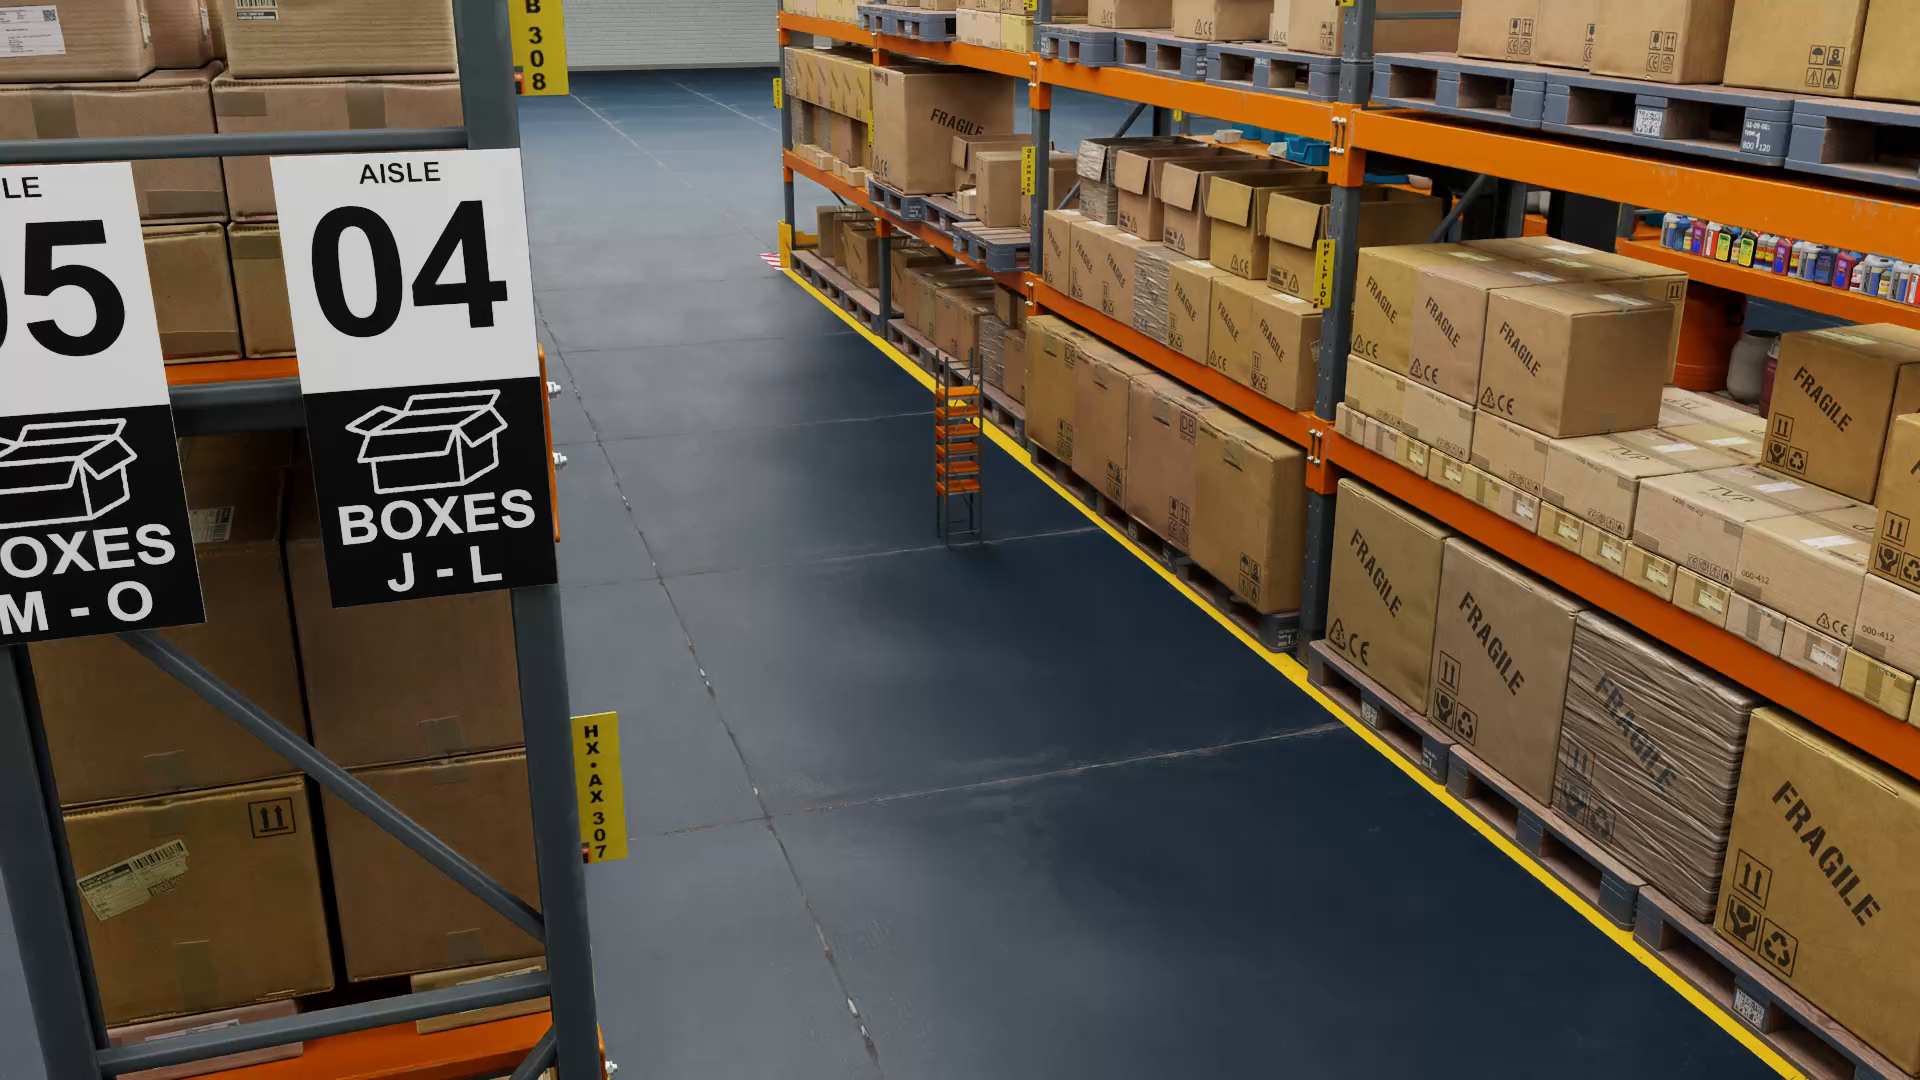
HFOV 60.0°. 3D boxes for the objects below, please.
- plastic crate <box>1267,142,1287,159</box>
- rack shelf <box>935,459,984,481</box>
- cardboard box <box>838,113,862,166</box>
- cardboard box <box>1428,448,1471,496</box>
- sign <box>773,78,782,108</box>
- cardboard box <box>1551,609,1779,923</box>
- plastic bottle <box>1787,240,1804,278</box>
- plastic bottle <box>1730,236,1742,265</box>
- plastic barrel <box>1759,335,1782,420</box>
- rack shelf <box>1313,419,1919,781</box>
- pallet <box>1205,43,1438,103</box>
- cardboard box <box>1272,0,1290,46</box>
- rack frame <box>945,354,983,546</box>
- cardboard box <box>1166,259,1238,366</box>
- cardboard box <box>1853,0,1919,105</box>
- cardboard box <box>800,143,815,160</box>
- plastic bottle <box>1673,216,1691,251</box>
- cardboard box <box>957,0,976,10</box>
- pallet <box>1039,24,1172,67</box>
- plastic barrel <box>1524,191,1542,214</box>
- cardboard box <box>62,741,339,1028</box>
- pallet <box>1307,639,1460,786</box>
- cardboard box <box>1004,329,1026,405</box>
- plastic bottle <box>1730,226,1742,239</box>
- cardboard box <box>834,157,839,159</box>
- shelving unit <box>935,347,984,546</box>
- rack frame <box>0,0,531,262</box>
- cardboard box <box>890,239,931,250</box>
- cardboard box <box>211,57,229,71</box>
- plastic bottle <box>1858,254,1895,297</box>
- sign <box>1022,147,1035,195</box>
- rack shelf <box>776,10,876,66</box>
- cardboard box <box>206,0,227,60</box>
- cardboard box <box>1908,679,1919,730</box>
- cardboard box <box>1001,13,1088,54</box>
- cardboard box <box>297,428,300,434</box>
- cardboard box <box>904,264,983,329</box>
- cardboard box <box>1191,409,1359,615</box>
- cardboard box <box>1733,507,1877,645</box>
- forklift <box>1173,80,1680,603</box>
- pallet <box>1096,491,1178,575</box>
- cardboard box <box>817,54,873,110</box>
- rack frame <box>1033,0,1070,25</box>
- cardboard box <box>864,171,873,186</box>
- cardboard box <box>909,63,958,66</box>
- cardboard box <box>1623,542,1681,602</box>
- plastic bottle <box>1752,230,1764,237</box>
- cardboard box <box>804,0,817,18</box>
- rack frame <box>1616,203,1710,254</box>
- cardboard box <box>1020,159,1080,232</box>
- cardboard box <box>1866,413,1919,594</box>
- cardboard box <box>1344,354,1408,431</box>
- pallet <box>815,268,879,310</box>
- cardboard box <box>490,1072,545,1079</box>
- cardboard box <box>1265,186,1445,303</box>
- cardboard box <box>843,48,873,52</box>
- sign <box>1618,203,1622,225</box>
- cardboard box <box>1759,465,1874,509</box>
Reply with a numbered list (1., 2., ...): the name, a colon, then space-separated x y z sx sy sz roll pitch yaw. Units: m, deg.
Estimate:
1. plastic crate: 3.681 -4.280 18.284 0.530 0.136 0.437 -6 21 -17
2. rack shelf: -0.005 -0.415 10.282 0.258 0.103 0.180 -6 21 -17
3. cardboard box: -0.729 -4.035 16.626 0.875 0.500 0.500 -6 21 -17
4. cardboard box: 2.272 -0.315 7.227 0.380 0.149 0.250 -7 21 -19
5. sign: -2.042 -5.017 18.666 0.100 0.325 0.005 -6 21 -17
6. cardboard box: 2.938 0.781 6.327 0.875 0.875 0.875 -6 21 -17
7. plastic bottle: 5.892 -1.982 11.686 0.097 0.271 0.097 0 20 0
8. plastic bottle: 5.716 -2.128 12.197 0.097 0.201 0.097 0 20 0
9. plastic barrel: 6.214 -1.171 12.186 0.600 0.588 0.708 -6 21 -17
10. rack shelf: 2.873 0.164 6.586 1.077 0.370 4.000 -6 21 -17
11. pallet: 1.909 -2.427 8.581 0.805 0.209 1.217 -7 21 -19
12. cardboard box: 1.985 -2.745 8.695 0.500 0.311 0.500 -7 21 -19
13. rack frame: 0.024 -0.540 10.145 0.240 1.200 0.006 -6 21 -17
14. cardboard box: 1.518 -1.311 9.480 0.500 0.500 0.500 -7 21 -18
15. cardboard box: 3.225 -1.591 5.053 0.700 0.500 0.500 -7 21 -19
16. cardboard box: -1.539 -4.268 18.233 0.380 0.149 0.250 -6 21 -17
17. plastic bottle: 5.529 -2.352 12.718 0.097 0.271 0.097 0 20 0
18. cardboard box: 0.287 -4.244 12.471 0.500 0.500 0.500 -6 21 -16
19. pallet: 1.240 -3.222 10.790 1.213 0.211 1.003 -5 20 -15
20. plastic barrel: 5.030 -3.121 14.504 0.421 0.512 0.421 0 20 0
21. cardboard box: -1.624 0.658 3.559 0.500 0.500 0.500 -6 21 -16
22. pallet: 2.409 0.749 8.020 1.003 0.211 1.213 -6 21 -17
23. cardboard box: 0.757 -1.343 12.766 0.700 0.500 0.500 -8 21 -20
24. plastic bottle: 5.732 -2.210 12.323 0.097 0.271 0.097 0 20 0
25. cardboard box: -1.080 -3.874 17.137 0.380 0.149 0.250 -6 21 -17
26. shelving unit: -0.005 -0.569 10.227 0.258 1.200 0.189 -6 21 -17
27. rack frame: -1.239 -1.861 2.287 1.000 3.000 0.127 -6 21 -17
28. cardboard box: -0.545 -2.720 16.629 0.500 0.500 0.500 0 20 0
29. cardboard box: -1.787 -0.899 3.527 0.500 0.250 0.500 -7 21 -19
30. plastic bottle: 6.127 -1.773 11.098 0.152 0.276 0.135 -6 21 -17
31. sign: 0.475 -2.547 11.474 0.100 0.325 0.005 -6 21 -17
32. rack shelf: -0.899 -5.098 16.800 1.077 0.370 4.000 -6 21 -17
33. cardboard box: -1.688 -1.049 3.356 0.380 0.149 0.250 -7 21 -19
34. cardboard box: 3.077 0.506 4.941 0.380 0.149 0.250 -6 21 -16
35. cardboard box: 0.605 -3.567 11.696 0.500 0.250 0.500 -6 21 -17
36. cardboard box: -1.950 -0.145 4.314 0.500 0.500 0.500 -5 20 -14
37. cardboard box: -0.098 -2.215 15.192 0.700 0.500 0.500 -8 21 -21
38. cardboard box: 2.024 -0.217 9.105 1.225 0.875 0.875 -6 21 -17
39. cardboard box: 2.938 0.108 5.461 0.500 0.250 0.500 -7 21 -18
40. forklift: 2.731 -1.141 9.258 3.031 2.935 1.130 -8 21 -21
41. pallet: 1.543 -0.136 10.482 1.003 0.211 1.213 -6 21 -17
42. cardboard box: -1.141 -4.638 16.824 0.500 0.500 0.500 -6 21 -17
43. rack frame: 0.987 -4.923 10.811 1.000 3.000 0.127 -6 21 -17
44. cardboard box: -0.708 -3.471 16.014 0.380 0.149 0.250 -6 21 -17
45. cardboard box: -0.170 -4.212 15.640 0.500 0.500 0.500 -6 21 -17
46. cardboard box: 2.673 0.096 6.084 0.380 0.149 0.250 -6 21 -17
47. plastic bottle: 6.240 -2.409 12.980 0.097 0.201 0.097 0 20 0
48. cardboard box: -1.301 -5.502 17.081 0.500 0.250 0.500 -6 21 -17
49. rack frame: 5.689 -2.626 13.290 1.000 3.000 0.127 -6 21 -17
50. cardboard box: 0.779 -2.514 12.208 0.500 0.500 0.500 -9 22 -24
51. cardboard box: 3.099 -0.083 4.884 0.500 0.500 0.500 -6 21 -17
52. cardboard box: 2.143 -0.707 7.729 0.500 0.250 0.500 -7 21 -18
53. pallet: -0.902 -2.675 17.552 1.003 0.211 1.213 -6 21 -17
54. cardboard box: -1.282 1.546 4.390 0.380 0.149 0.250 -6 21 -16
55. cardboard box: 2.036 -1.539 8.633 0.797 0.503 0.637 -7 21 -19
56. cardboard box: -0.957 -5.015 17.873 0.500 0.500 0.500 -6 21 -17
57. sign: 5.169 -2.642 13.094 0.100 0.325 0.005 -6 21 -17
58. cardboard box: 3.283 -0.112 6.074 0.500 0.250 0.500 -7 21 -19
